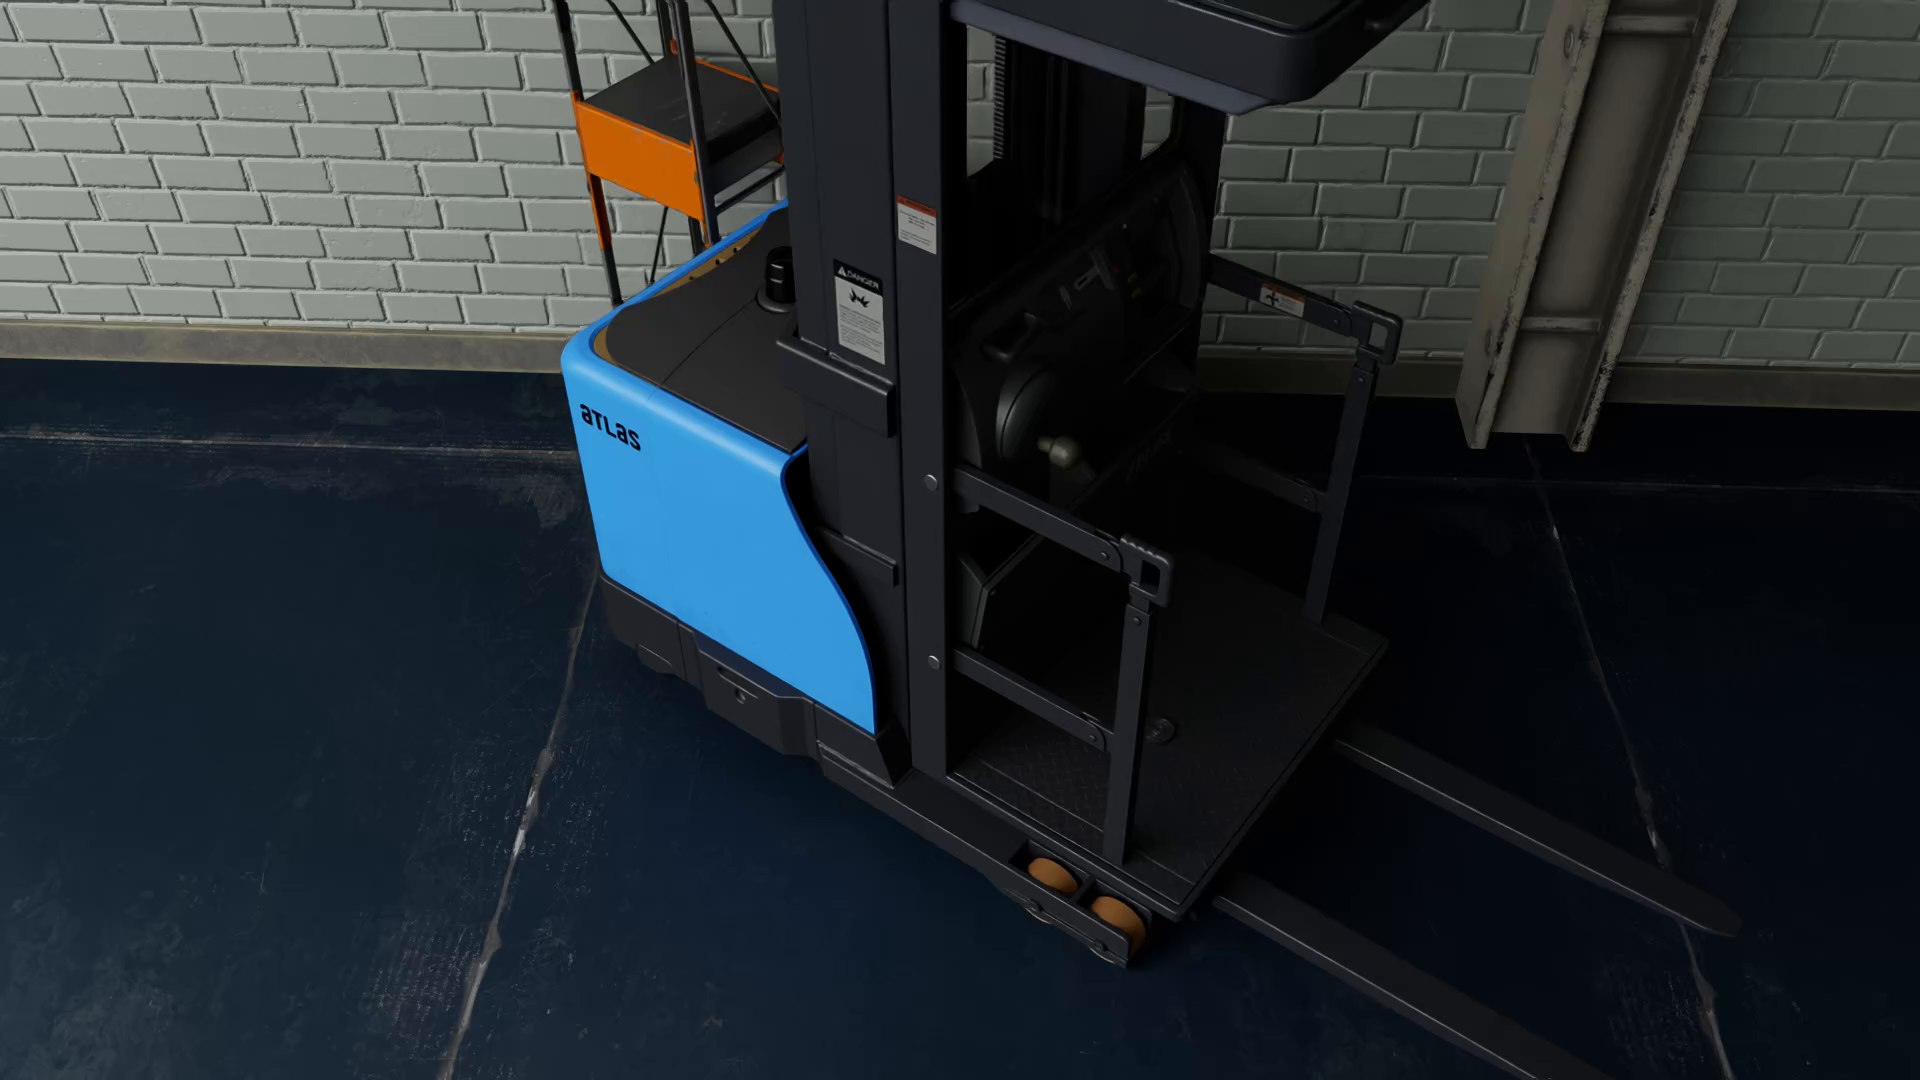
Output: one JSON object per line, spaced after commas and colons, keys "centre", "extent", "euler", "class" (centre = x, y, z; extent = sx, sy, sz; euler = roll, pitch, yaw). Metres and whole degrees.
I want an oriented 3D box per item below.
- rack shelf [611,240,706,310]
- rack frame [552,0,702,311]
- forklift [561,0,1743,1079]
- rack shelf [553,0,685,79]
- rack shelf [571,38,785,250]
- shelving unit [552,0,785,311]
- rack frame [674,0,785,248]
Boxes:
{"centre": [-0.769, -0.581, 5.370], "extent": [0.480, 0.518, 0.431], "euler": [27, 50, 27], "class": "rack shelf"}
{"centre": [-0.977, -1.203, 4.998], "extent": [0.015, 2.100, 0.400], "euler": [27, 50, 27], "class": "rack frame"}
{"centre": [0.450, -0.440, 3.572], "extent": [3.031, 2.935, 1.130], "euler": [27, 49, 26], "class": "forklift"}
{"centre": [-0.796, -1.609, 4.421], "extent": [0.480, 0.518, 0.431], "euler": [27, 50, 27], "class": "rack shelf"}
{"centre": [-0.783, -1.095, 4.895], "extent": [0.480, 0.518, 0.431], "euler": [27, 50, 27], "class": "rack shelf"}
{"centre": [-0.783, -1.105, 4.886], "extent": [0.503, 2.100, 0.431], "euler": [27, 50, 27], "class": "shelving unit"}
{"centre": [-0.589, -1.007, 4.775], "extent": [0.015, 2.100, 0.400], "euler": [27, 50, 27], "class": "rack frame"}
